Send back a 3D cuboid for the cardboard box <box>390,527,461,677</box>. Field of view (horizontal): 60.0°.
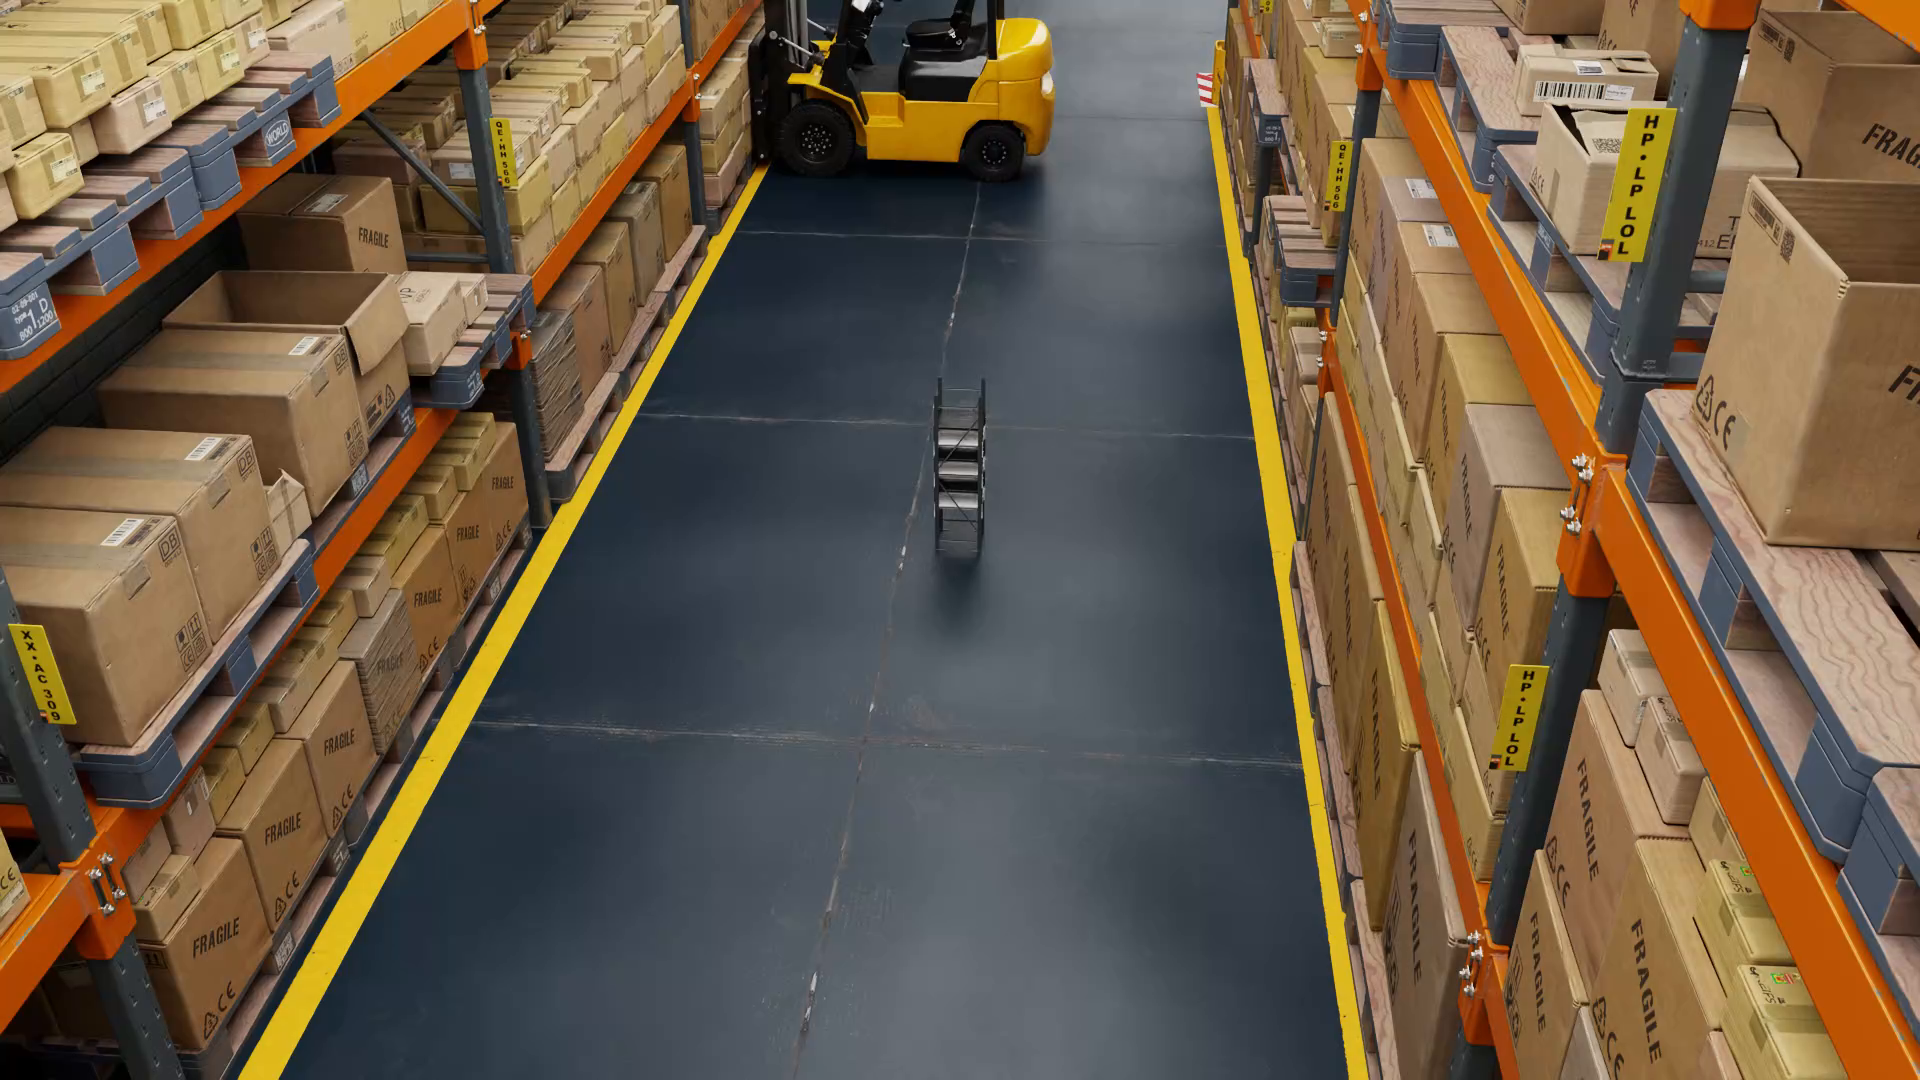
[{"bbox_3d":[-2.599,0.272,7.432,0.500,0.500,0.500,4,32,6],"label":"cardboard box"}]

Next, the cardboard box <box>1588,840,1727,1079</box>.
[{"bbox_3d":[1.607,0.957,3.289,0.500,0.500,0.500,2,32,3],"label":"cardboard box"}]

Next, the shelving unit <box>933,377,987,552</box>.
[{"bbox_3d":[-0.001,-0.379,8.507,0.258,0.900,0.210,2,32,4],"label":"shelving unit"}]

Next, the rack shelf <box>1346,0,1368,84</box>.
[{"bbox_3d":[2.423,-3.185,8.886,1.077,0.370,4.000,2,32,4],"label":"rack shelf"}]

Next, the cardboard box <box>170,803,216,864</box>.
[{"bbox_3d":[-2.773,0.998,5.636,0.380,0.149,0.250,2,32,3],"label":"cardboard box"}]

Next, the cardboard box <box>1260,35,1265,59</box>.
[{"bbox_3d":[2.321,-3.465,11.753,0.380,0.149,0.250,3,32,5],"label":"cardboard box"}]

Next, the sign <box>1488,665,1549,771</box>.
[{"bbox_3d":[1.393,0.446,4.140,0.100,0.325,0.005,2,32,4],"label":"sign"}]

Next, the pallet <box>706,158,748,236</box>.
[{"bbox_3d":[-2.255,-2.697,12.925,1.003,0.211,1.213,2,32,4],"label":"pallet"}]

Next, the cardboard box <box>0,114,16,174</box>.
[{"bbox_3d":[-2.552,-0.943,4.022,0.380,0.149,0.250,3,32,5],"label":"cardboard box"}]

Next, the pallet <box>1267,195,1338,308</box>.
[{"bbox_3d":[2.212,-1.464,8.450,1.213,0.211,1.003,2,32,4],"label":"pallet"}]

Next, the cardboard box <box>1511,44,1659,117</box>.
[{"bbox_3d":[1.939,-1.428,5.172,0.380,0.166,0.250,5,32,8],"label":"cardboard box"}]

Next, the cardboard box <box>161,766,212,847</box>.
[{"bbox_3d":[-2.745,0.881,5.541,0.380,0.149,0.250,1,32,2],"label":"cardboard box"}]

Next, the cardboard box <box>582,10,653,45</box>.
[{"bbox_3d":[-2.133,-3.196,10.364,0.380,0.149,0.250,2,32,2],"label":"cardboard box"}]

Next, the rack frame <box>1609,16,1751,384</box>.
[{"bbox_3d":[1.934,-1.631,2.819,1.000,3.000,0.127,2,32,4],"label":"rack frame"}]

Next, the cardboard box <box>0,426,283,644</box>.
[{"bbox_3d":[-2.709,-0.023,5.432,0.700,0.500,0.500,3,32,5],"label":"cardboard box"}]

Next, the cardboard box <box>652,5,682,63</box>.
[{"bbox_3d":[-2.147,-3.352,10.996,0.500,0.250,0.500,2,32,3],"label":"cardboard box"}]

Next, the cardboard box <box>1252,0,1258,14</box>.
[{"bbox_3d":[2.447,-4.213,12.349,0.500,0.500,0.500,3,32,5],"label":"cardboard box"}]

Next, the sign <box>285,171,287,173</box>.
[{"bbox_3d":[-3.241,-1.894,7.860,0.100,0.325,0.005,2,32,4],"label":"sign"}]

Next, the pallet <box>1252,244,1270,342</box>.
[{"bbox_3d":[2.524,-1.666,11.252,1.003,0.211,1.213,2,32,4],"label":"pallet"}]

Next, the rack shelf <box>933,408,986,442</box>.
[{"bbox_3d":[-0.001,-0.580,8.383,0.258,0.077,0.200,2,32,4],"label":"rack shelf"}]

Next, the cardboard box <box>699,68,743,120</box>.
[{"bbox_3d":[-1.958,-3.411,12.693,0.500,0.250,0.500,3,32,4],"label":"cardboard box"}]

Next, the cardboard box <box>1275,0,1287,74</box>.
[{"bbox_3d":[2.221,-3.113,10.164,0.500,0.500,0.500,3,32,4],"label":"cardboard box"}]

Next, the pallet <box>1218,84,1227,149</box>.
[{"bbox_3d":[2.804,-3.702,14.555,1.003,0.211,1.213,2,32,4],"label":"pallet"}]

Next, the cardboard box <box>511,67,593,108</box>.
[{"bbox_3d":[-2.273,-2.527,9.278,0.380,0.149,0.250,3,32,5],"label":"cardboard box"}]

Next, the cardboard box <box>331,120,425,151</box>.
[{"bbox_3d":[-2.953,-2.018,8.451,0.380,0.149,0.250,3,32,5],"label":"cardboard box"}]

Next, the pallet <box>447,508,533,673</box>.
[{"bbox_3d":[-2.786,0.197,8.229,1.003,0.211,1.213,2,32,4],"label":"pallet"}]

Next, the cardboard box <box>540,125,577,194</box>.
[{"bbox_3d":[-2.366,-2.011,8.821,0.500,0.250,0.500,3,32,6],"label":"cardboard box"}]

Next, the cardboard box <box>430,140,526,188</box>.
[{"bbox_3d":[-2.368,-1.851,8.182,0.380,0.149,0.250,3,32,5],"label":"cardboard box"}]

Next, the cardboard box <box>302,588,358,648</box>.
[{"bbox_3d":[-2.682,0.318,6.739,0.380,0.149,0.250,3,32,4],"label":"cardboard box"}]

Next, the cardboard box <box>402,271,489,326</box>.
[{"bbox_3d":[-2.359,-1.091,7.500,0.380,0.149,0.250,3,32,5],"label":"cardboard box"}]

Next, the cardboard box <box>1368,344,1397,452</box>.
[{"bbox_3d":[1.877,-0.533,6.422,0.500,0.250,0.500,2,32,4],"label":"cardboard box"}]

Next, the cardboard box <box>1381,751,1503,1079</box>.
[{"bbox_3d":[1.905,1.321,5.372,0.875,0.875,0.875,3,32,6],"label":"cardboard box"}]

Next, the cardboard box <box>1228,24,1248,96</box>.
[{"bbox_3d":[2.530,-3.983,13.860,0.500,0.500,0.500,1,32,2],"label":"cardboard box"}]

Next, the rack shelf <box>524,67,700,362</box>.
[{"bbox_3d":[-2.525,-2.118,10.014,1.077,0.370,4.000,2,32,4],"label":"rack shelf"}]

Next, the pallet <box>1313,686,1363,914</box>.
[{"bbox_3d":[2.019,1.064,6.823,1.003,0.211,1.213,2,32,4],"label":"pallet"}]

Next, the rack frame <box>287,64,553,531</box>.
[{"bbox_3d":[-2.688,-1.379,8.128,1.000,3.000,0.127,2,32,4],"label":"rack frame"}]

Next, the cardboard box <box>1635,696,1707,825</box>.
[{"bbox_3d":[1.645,0.467,3.466,0.380,0.149,0.250,3,32,5],"label":"cardboard box"}]

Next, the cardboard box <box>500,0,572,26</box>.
[{"bbox_3d":[-2.700,-3.346,10.606,0.380,0.149,0.250,2,32,4],"label":"cardboard box"}]

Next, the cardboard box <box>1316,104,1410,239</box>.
[{"bbox_3d":[2.020,-1.766,7.978,0.500,0.500,0.500,2,32,3],"label":"cardboard box"}]

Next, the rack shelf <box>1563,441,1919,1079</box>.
[{"bbox_3d":[1.772,0.998,2.098,1.077,0.370,4.000,2,32,4],"label":"rack shelf"}]

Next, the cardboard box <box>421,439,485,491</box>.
[{"bbox_3d":[-2.467,-0.356,7.833,0.380,0.149,0.250,1,32,1],"label":"cardboard box"}]

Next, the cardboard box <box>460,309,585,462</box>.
[{"bbox_3d":[-2.623,-0.872,9.169,0.875,0.625,0.625,3,32,6],"label":"cardboard box"}]

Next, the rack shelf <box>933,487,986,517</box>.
[{"bbox_3d":[-0.001,-0.197,8.619,0.258,0.077,0.200,2,32,4],"label":"rack shelf"}]

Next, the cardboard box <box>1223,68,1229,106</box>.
[{"bbox_3d":[2.570,-3.950,14.521,0.500,0.250,0.500,2,32,4],"label":"cardboard box"}]

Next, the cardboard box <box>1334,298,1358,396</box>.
[{"bbox_3d":[1.969,-0.860,7.429,0.500,0.250,0.500,2,32,3],"label":"cardboard box"}]

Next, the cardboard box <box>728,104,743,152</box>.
[{"bbox_3d":[-1.976,-3.195,12.819,0.500,0.250,0.500,2,32,4],"label":"cardboard box"}]

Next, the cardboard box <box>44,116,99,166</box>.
[{"bbox_3d":[-2.614,-1.088,4.541,0.380,0.149,0.250,3,32,4],"label":"cardboard box"}]

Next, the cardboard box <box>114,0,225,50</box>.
[{"bbox_3d":[-2.515,-1.619,5.120,0.380,0.149,0.250,3,32,4],"label":"cardboard box"}]

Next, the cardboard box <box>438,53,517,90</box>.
[{"bbox_3d":[-2.757,-2.680,9.526,0.380,0.149,0.250,3,32,5],"label":"cardboard box"}]

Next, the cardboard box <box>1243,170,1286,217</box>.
[{"bbox_3d":[2.366,-2.589,12.313,0.500,0.250,0.500,4,32,6],"label":"cardboard box"}]

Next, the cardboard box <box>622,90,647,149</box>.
[{"bbox_3d":[-2.249,-2.610,10.269,0.500,0.250,0.500,3,32,4],"label":"cardboard box"}]

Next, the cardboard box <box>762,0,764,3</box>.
[{"bbox_3d":[-1.763,-4.742,14.853,0.500,0.250,0.500,3,32,6],"label":"cardboard box"}]

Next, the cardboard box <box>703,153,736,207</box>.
[{"bbox_3d":[-1.992,-2.717,12.521,0.500,0.250,0.500,3,32,4],"label":"cardboard box"}]

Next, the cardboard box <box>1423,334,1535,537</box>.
[{"bbox_3d":[1.816,-0.325,5.369,0.500,0.500,0.500,3,32,5],"label":"cardboard box"}]

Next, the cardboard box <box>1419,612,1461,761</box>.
[{"bbox_3d":[1.762,0.475,5.263,0.500,0.250,0.500,2,32,3],"label":"cardboard box"}]

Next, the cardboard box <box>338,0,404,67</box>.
[{"bbox_3d":[-2.527,-2.050,6.502,0.500,0.250,0.500,3,32,4],"label":"cardboard box"}]

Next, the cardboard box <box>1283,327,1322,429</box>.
[{"bbox_3d":[2.368,-0.910,9.472,0.950,0.372,0.625,2,32,3],"label":"cardboard box"}]

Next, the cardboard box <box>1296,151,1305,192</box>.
[{"bbox_3d":[2.015,-1.975,8.934,0.380,0.149,0.250,3,32,5],"label":"cardboard box"}]
